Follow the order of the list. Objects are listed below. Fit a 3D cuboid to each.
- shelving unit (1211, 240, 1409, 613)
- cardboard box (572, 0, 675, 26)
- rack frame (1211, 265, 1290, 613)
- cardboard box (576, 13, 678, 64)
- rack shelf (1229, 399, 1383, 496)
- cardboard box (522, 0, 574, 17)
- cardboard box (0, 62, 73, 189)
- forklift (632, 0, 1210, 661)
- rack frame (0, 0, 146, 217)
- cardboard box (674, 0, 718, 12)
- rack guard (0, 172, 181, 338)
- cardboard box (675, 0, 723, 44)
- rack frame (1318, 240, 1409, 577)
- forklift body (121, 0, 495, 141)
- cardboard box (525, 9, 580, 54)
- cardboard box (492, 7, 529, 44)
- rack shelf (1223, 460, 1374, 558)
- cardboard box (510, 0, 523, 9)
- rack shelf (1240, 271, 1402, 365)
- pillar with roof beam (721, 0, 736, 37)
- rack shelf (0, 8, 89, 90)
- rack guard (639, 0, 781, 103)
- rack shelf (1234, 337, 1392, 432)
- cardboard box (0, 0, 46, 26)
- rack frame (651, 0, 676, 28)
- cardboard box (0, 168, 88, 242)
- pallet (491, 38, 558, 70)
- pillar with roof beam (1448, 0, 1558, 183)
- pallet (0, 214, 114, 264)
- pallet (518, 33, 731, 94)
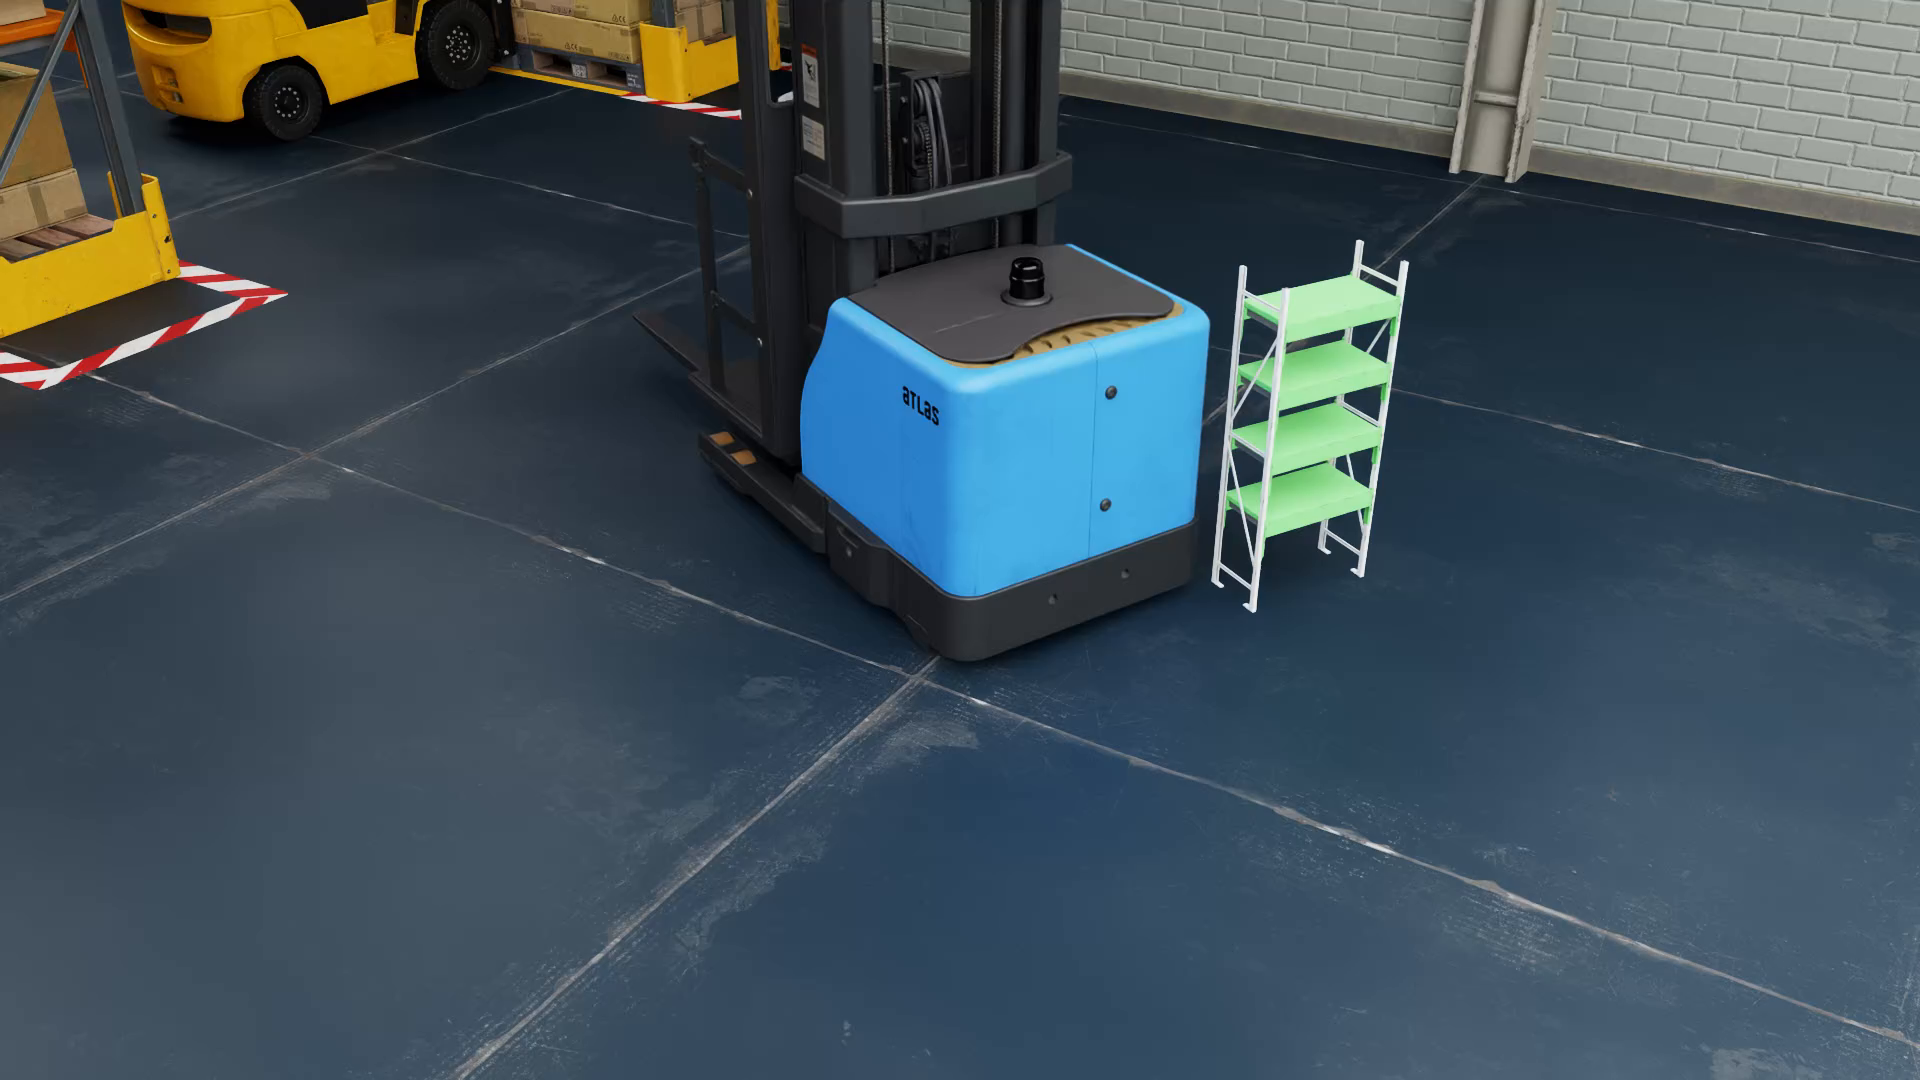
[{"bbox_3d":[1.184,-0.378,5.707,0.503,1.200,0.258,-16,34,-25],"label":"shelving unit"},{"bbox_3d":[-2.343,-3.780,11.568,0.500,0.250,0.500,17,34,27],"label":"cardboard box"},{"bbox_3d":[0.971,-0.319,5.605,0.015,1.200,0.240,-16,34,-25],"label":"rack frame"},{"bbox_3d":[-2.331,-3.558,11.684,0.500,0.250,0.500,18,35,28],"label":"cardboard box"},{"bbox_3d":[1.184,-0.323,5.740,0.480,0.148,0.258,-16,34,-25],"label":"rack shelf"},{"bbox_3d":[-2.763,-3.919,11.807,0.500,0.250,0.500,17,34,27],"label":"cardboard box"},{"bbox_3d":[-4.957,-2.112,8.461,0.500,0.500,0.500,16,34,26],"label":"cardboard box"},{"bbox_3d":[-0.392,-1.570,6.032,1.130,2.935,3.031,-18,35,-28],"label":"forklift"},{"bbox_3d":[-4.401,-2.454,7.480,0.127,3.000,1.000,18,35,27],"label":"rack frame"},{"bbox_3d":[-2.053,-3.998,11.942,0.500,0.250,0.500,18,35,28],"label":"cardboard box"},{"bbox_3d":[-4.465,-1.395,8.144,0.348,0.500,1.175,18,35,27],"label":"rack guard"},{"bbox_3d":[-2.077,-3.782,12.068,0.500,0.250,0.500,18,35,28],"label":"cardboard box"},{"bbox_3d":[1.398,-0.438,5.809,0.015,1.200,0.240,-16,34,-25],"label":"rack frame"},{"bbox_3d":[-4.341,-3.936,10.863,1.214,2.155,2.313,18,35,27],"label":"forklift body"},{"bbox_3d":[-2.747,-3.695,11.920,0.500,0.250,0.500,18,35,27],"label":"cardboard box"},{"bbox_3d":[-3.166,-3.833,12.156,0.500,0.250,0.500,18,35,28],"label":"cardboard box"},{"bbox_3d":[1.184,-0.116,5.861,0.480,0.148,0.258,-16,34,-25],"label":"rack shelf"},{"bbox_3d":[-3.211,-4.048,12.028,0.500,0.250,0.500,17,34,26],"label":"cardboard box"},{"bbox_3d":[1.184,-0.738,5.498,0.480,0.148,0.258,-16,34,-25],"label":"rack shelf"},{"bbox_3d":[-4.164,-5.899,7.431,0.400,9.000,9.100,18,35,27],"label":"pillar with roof beam"},{"bbox_3d":[-6.095,-2.679,8.579,4.000,0.370,1.077,18,35,27],"label":"rack shelf"},{"bbox_3d":[-1.745,-3.487,11.731,0.348,0.500,1.175,18,35,27],"label":"rack guard"},{"bbox_3d":[1.184,-0.530,5.619,0.480,0.148,0.258,-16,34,-25],"label":"rack shelf"},{"bbox_3d":[-4.578,-2.525,7.850,0.250,0.149,0.380,18,35,28],"label":"cardboard box"},{"bbox_3d":[-1.765,-4.573,11.113,0.127,3.000,1.000,18,35,27],"label":"rack frame"},{"bbox_3d":[-4.937,-1.782,8.639,0.500,0.250,0.500,17,34,27],"label":"cardboard box"},{"bbox_3d":[-3.464,-3.883,12.697,1.213,0.211,1.003,18,35,27],"label":"pallet"},{"bbox_3d":[0.918,-4.291,4.675,0.400,9.000,9.100,18,35,27],"label":"pillar with roof beam"},{"bbox_3d":[-5.134,-1.503,8.616,1.213,0.211,1.003,18,35,27],"label":"pallet"},{"bbox_3d":[-2.435,-3.556,12.136,1.213,0.211,1.003,18,35,27],"label":"pallet"}]
